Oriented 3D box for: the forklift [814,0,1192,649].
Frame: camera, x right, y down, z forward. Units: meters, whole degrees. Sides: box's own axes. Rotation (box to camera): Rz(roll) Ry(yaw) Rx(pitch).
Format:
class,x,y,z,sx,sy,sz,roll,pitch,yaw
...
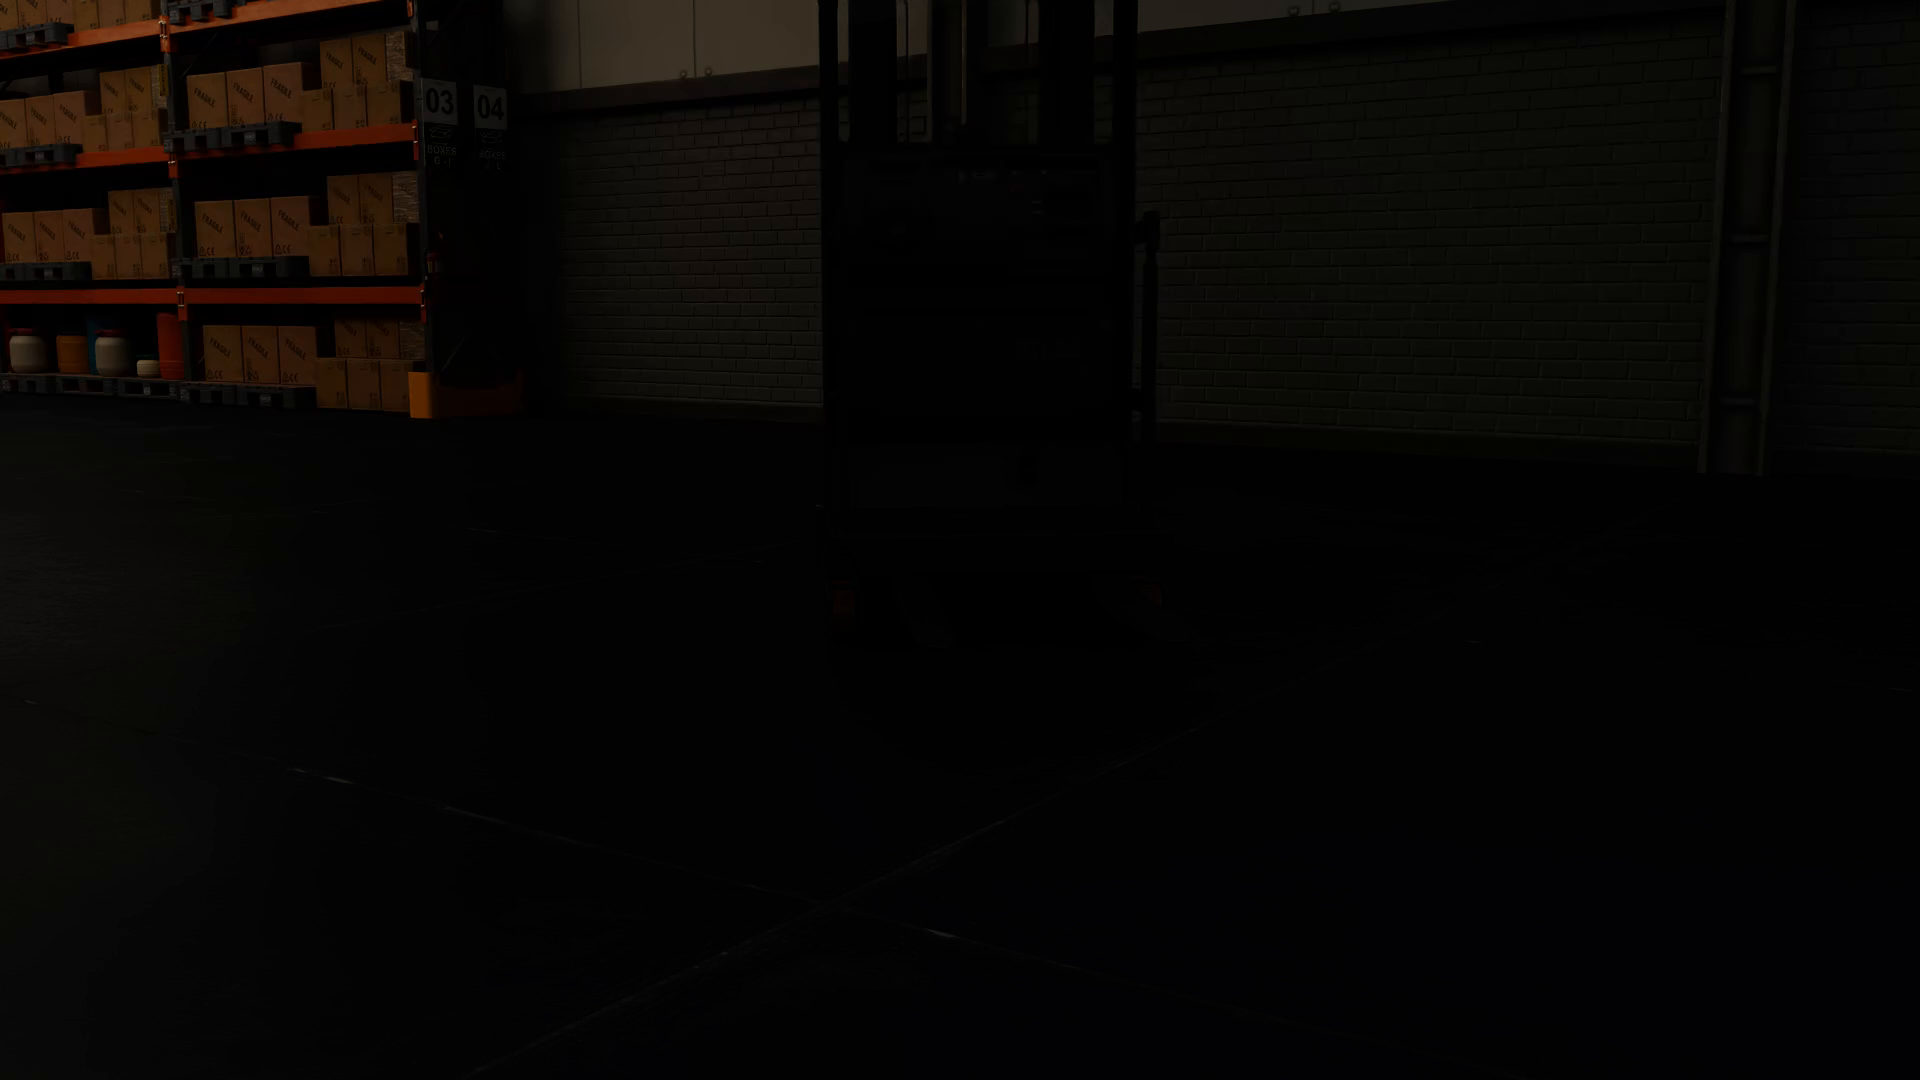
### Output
class,x,y,z,sx,sy,sz,roll,pitch,yaw
forklift,0.090,-1.181,5.497,1.130,2.935,3.031,-1,8,-6
